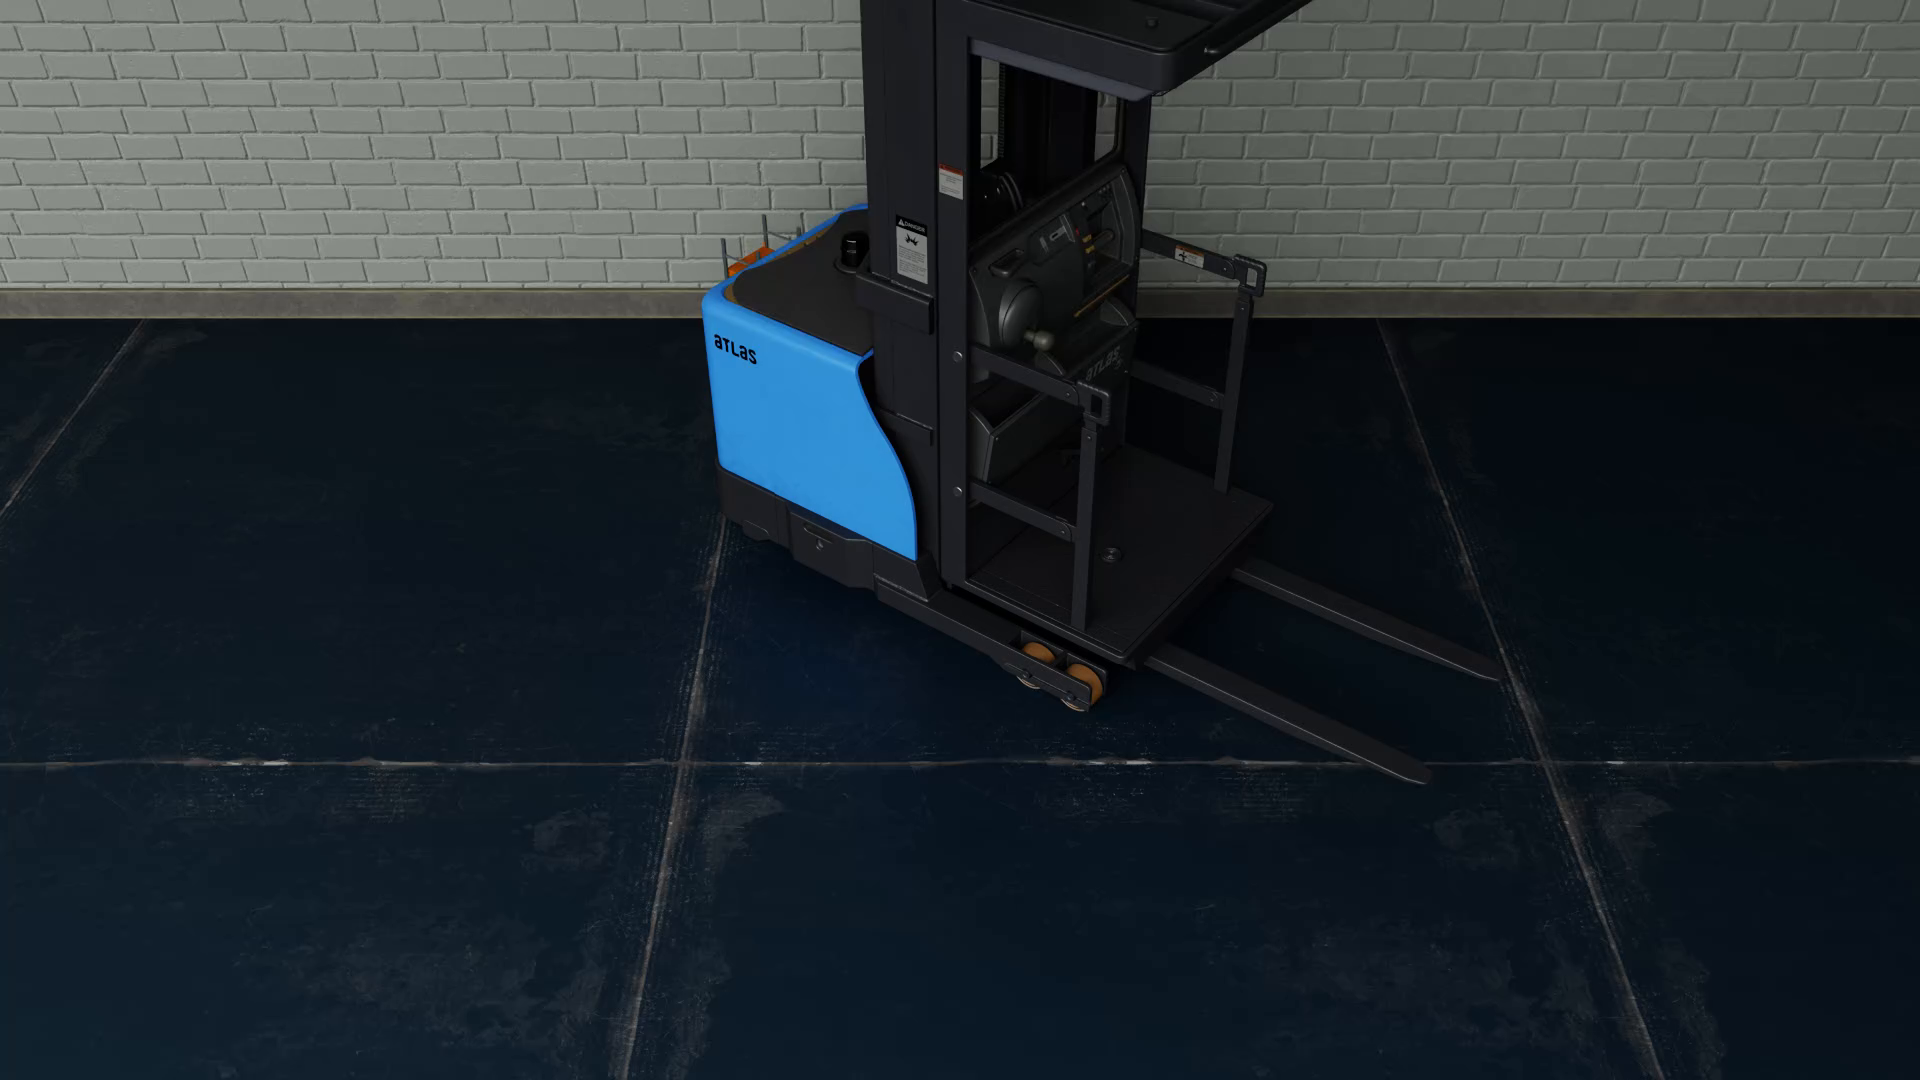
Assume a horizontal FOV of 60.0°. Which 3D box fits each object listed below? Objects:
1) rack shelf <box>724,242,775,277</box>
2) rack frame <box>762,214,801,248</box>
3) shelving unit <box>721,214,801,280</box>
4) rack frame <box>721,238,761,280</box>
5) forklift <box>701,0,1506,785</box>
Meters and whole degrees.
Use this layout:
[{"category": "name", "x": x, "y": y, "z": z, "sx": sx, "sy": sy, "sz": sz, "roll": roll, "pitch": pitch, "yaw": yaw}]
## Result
[{"category": "rack shelf", "x": -0.788, "y": -1.019, "z": 6.745, "sx": 0.215, "sy": 0.259, "sz": 0.240, "roll": 24, "pitch": 45, "yaw": 27}, {"category": "rack frame", "x": -0.717, "y": -0.868, "z": 6.993, "sx": 0.200, "sy": 1.050, "sz": 0.008, "roll": 24, "pitch": 45, "yaw": 27}, {"category": "shelving unit", "x": -0.788, "y": -0.806, "z": 6.916, "sx": 0.215, "sy": 1.050, "sz": 0.252, "roll": 24, "pitch": 45, "yaw": 27}, {"category": "rack frame", "x": -0.860, "y": -0.744, "z": 6.839, "sx": 0.200, "sy": 1.050, "sz": 0.008, "roll": 24, "pitch": 45, "yaw": 27}, {"category": "forklift", "x": 0.502, "y": -0.909, "z": 5.540, "sx": 3.031, "sy": 2.935, "sz": 1.130, "roll": 25, "pitch": 45, "yaw": 28}]
